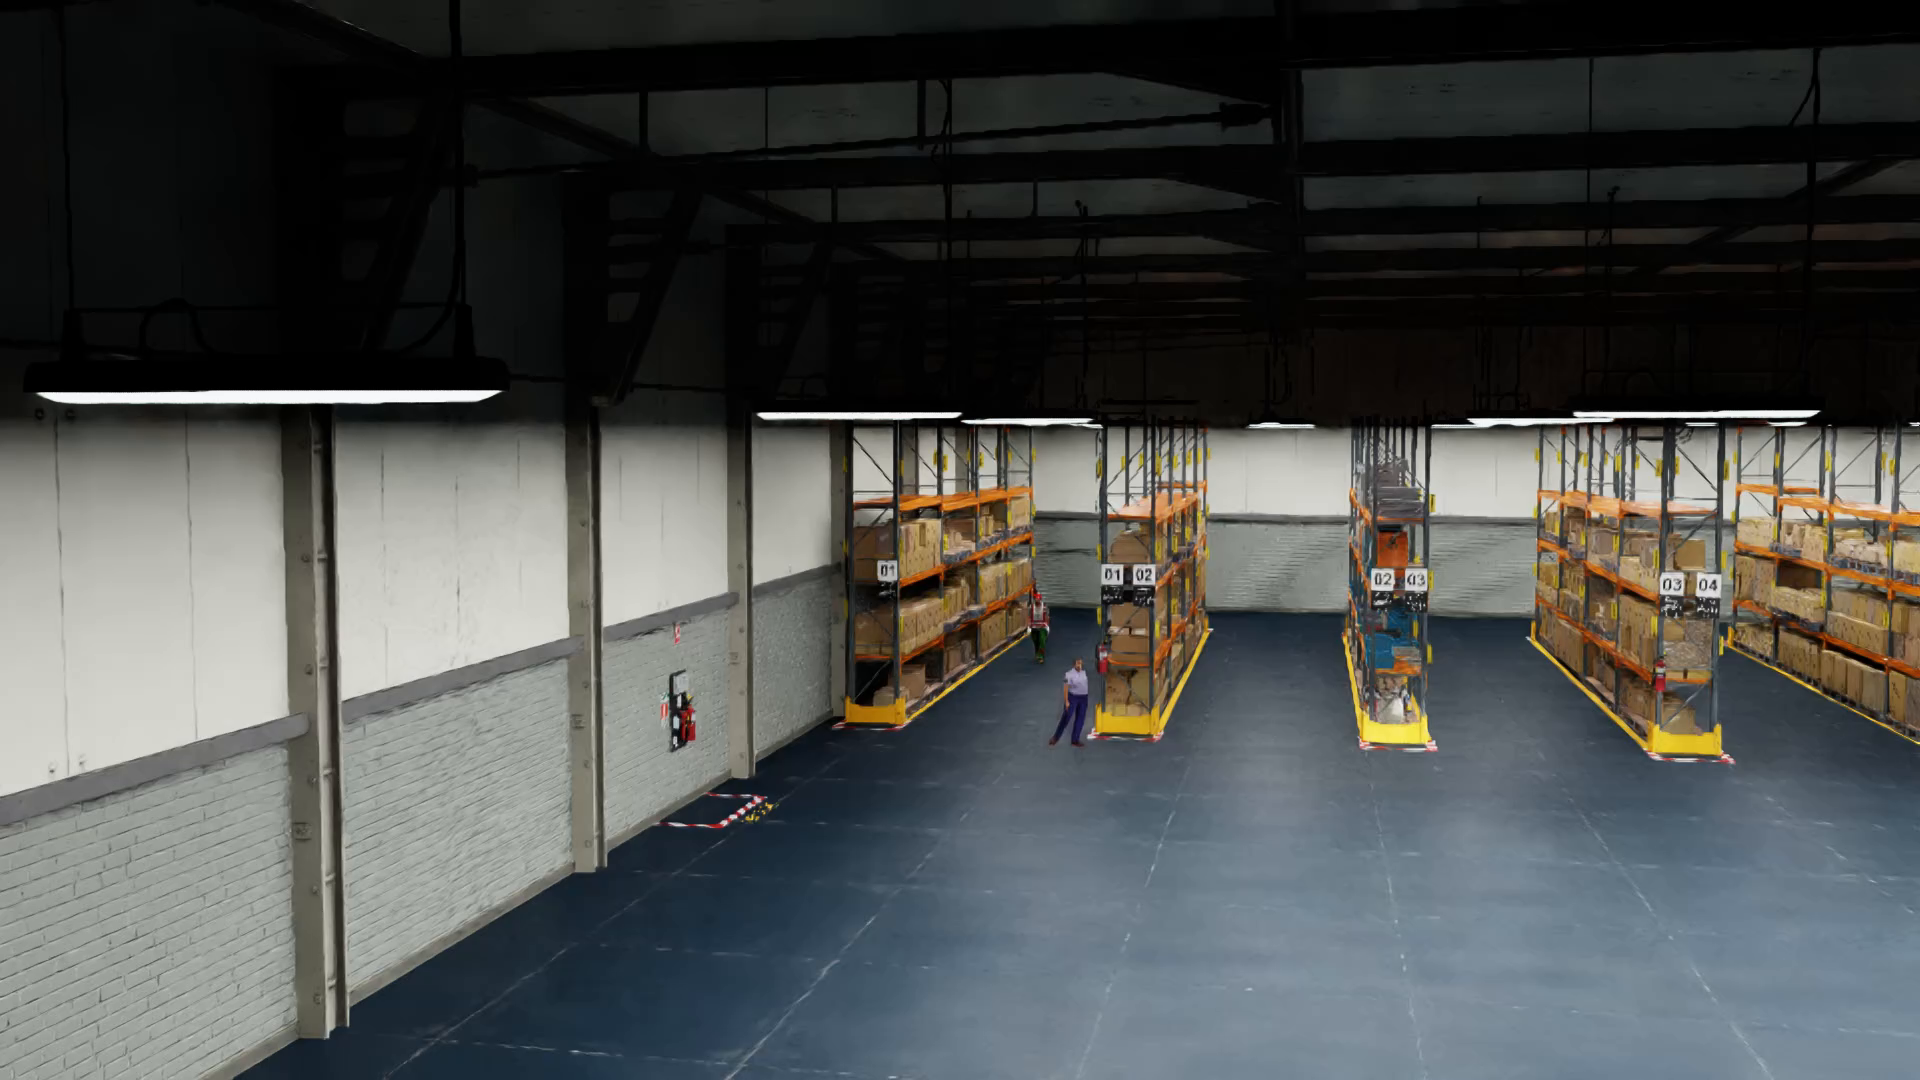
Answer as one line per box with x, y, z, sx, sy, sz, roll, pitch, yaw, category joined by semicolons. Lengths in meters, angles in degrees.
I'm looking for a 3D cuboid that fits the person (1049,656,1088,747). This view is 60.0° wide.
1.969;2.909;29.996;0.677;1.641;0.518;-2;4;-31;person

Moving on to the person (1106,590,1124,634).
4.322;1.795;46.168;0.677;1.726;0.574;1;4;10;person

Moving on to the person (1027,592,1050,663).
1.915;2.134;40.849;0.557;1.708;1.125;1;4;10;person
